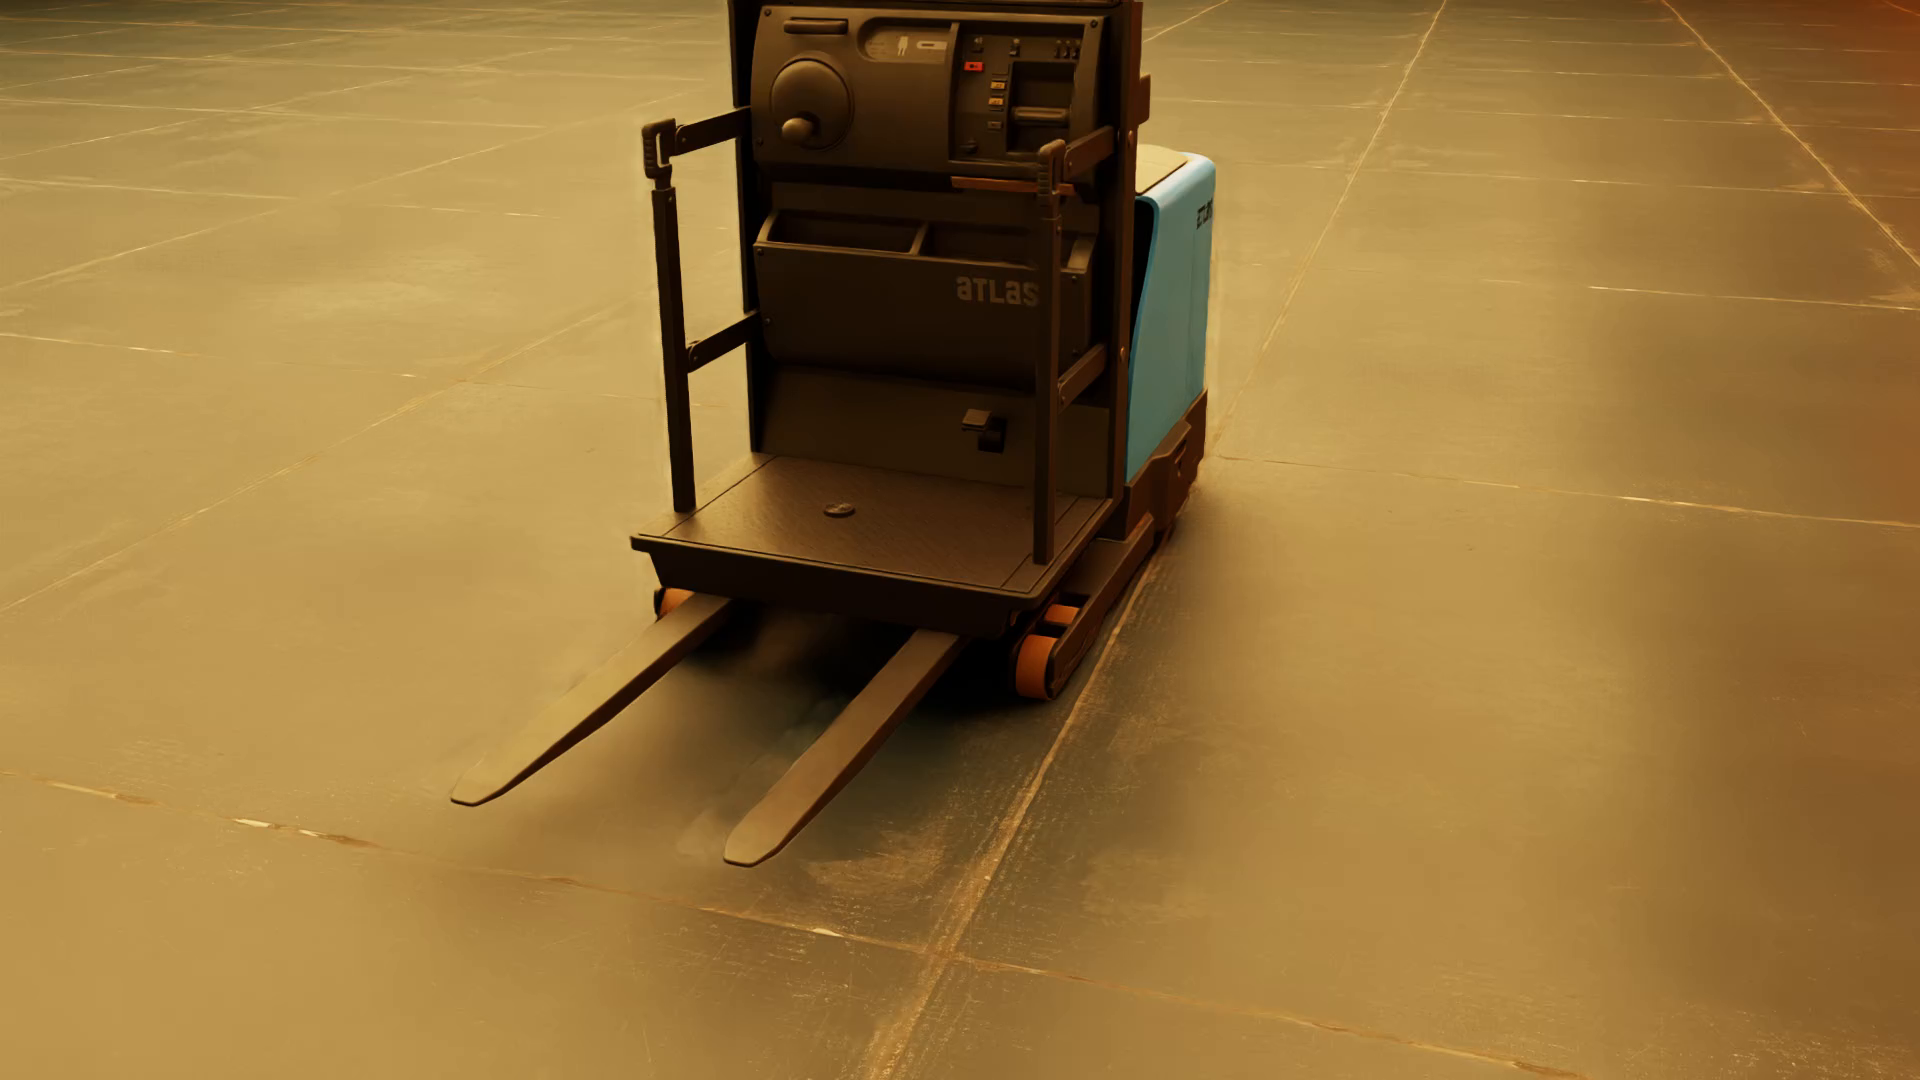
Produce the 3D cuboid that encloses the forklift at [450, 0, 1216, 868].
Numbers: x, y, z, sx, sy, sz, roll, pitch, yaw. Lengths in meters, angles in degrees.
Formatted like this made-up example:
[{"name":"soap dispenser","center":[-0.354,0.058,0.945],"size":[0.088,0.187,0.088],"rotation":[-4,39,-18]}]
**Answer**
[{"name":"forklift","center":[-0.168,-1.131,4.020],"size":[1.130,2.935,3.031],"rotation":[8,24,19]}]
